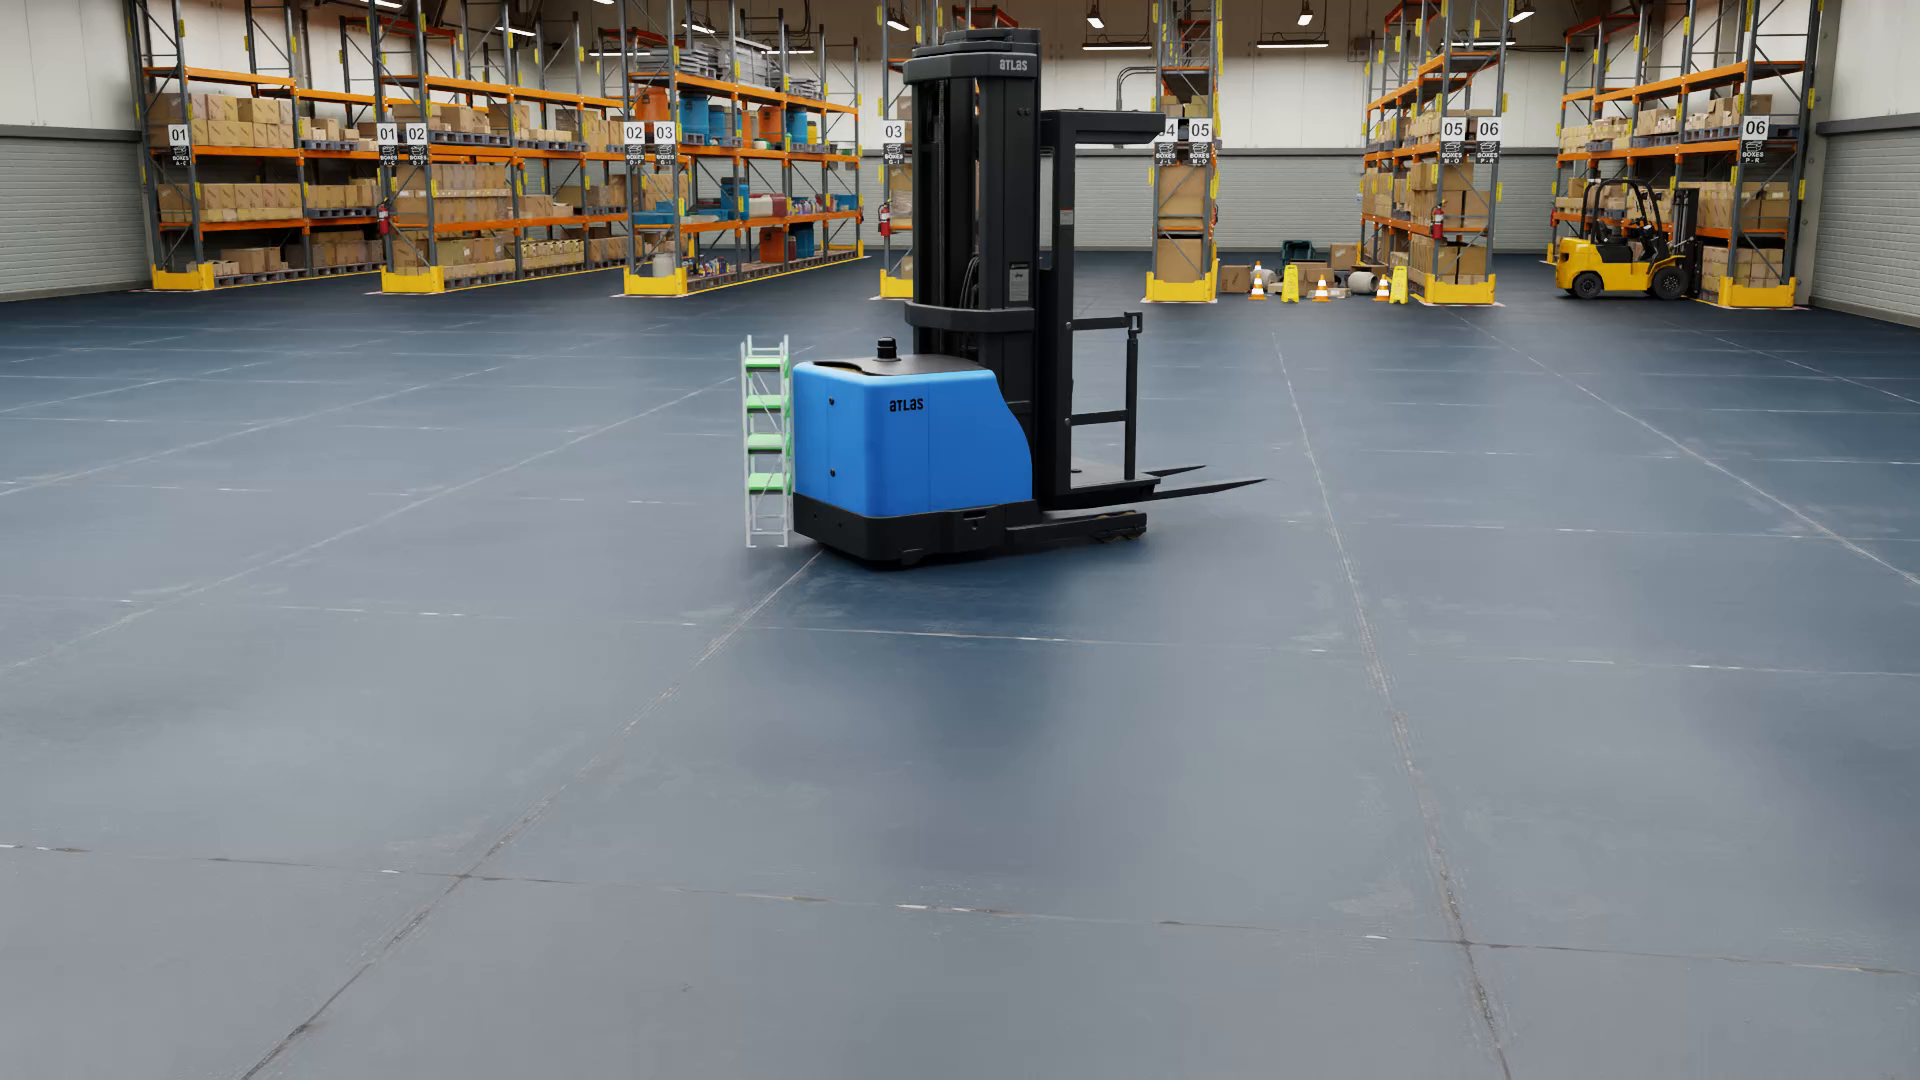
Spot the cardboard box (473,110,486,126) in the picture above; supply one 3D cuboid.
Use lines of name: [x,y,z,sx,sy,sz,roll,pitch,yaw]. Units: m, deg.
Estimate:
cardboard box: [-10.417,-8.857,35.287,0.500,0.500,0.500,3,13,13]

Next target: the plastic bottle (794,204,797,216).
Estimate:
plastic bottle: [-4.012,-8.030,40.409,0.061,0.283,0.133,2,12,9]

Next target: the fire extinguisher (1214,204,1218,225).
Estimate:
fire extinguisher: [6.935,-8.977,45.596,0.296,0.674,0.183,2,12,9]

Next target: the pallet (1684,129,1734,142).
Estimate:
pallet: [14.301,-7.607,31.259,1.003,0.211,1.213,2,12,9]

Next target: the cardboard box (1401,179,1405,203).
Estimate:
cardboard box: [9.585,-7.345,35.014,0.500,0.500,0.500,1,12,7]

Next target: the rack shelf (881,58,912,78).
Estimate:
rack shelf: [-0.599,-9.006,32.139,1.077,0.370,4.000,2,12,9]

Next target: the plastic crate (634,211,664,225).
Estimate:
plastic crate: [-6.019,-6.212,32.051,0.499,0.251,0.616,2,12,9]

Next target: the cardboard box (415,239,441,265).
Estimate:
cardboard box: [-10.766,-5.890,33.953,0.500,0.500,0.500,2,12,9]

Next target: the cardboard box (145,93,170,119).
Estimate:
cardboard box: [-15.782,-8.604,33.019,0.500,0.500,0.500,2,12,11]

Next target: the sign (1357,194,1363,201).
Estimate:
sign: [12.152,-10.341,50.216,0.327,0.218,0.001,2,12,9]

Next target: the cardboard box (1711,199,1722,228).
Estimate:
cardboard box: [13.696,-5.797,29.534,0.500,0.500,0.500,2,12,10]

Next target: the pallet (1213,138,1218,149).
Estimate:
pallet: [4.994,-8.499,35.640,1.003,0.211,1.213,2,12,11]

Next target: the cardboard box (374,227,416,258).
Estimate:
cardboard box: [-14.116,-7.460,41.597,0.750,0.750,0.750,2,12,8]

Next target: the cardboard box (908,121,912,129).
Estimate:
cardboard box: [-1.016,-7.717,30.969,0.380,0.149,0.250,1,12,7]

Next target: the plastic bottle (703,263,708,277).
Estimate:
plastic bottle: [-5.161,-5.472,33.668,0.061,0.283,0.133,2,12,10]

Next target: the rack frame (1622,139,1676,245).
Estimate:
rack frame: [15.021,-7.195,36.258,1.000,3.000,0.127,2,12,9]

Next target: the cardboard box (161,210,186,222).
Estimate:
cardboard box: [-15.709,-6.532,33.491,0.500,0.250,0.500,2,12,9]

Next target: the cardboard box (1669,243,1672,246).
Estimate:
cardboard box: [14.022,-5.621,32.114,0.500,0.250,0.500,2,12,8]

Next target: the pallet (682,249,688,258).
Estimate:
pallet: [-8.367,-8.118,47.161,1.003,0.211,1.213,2,12,9]

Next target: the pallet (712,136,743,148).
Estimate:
pallet: [-5.200,-8.224,34.363,1.213,0.211,1.003,2,12,9]

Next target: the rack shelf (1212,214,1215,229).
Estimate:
rack shelf: [5.517,-7.559,39.654,1.077,0.370,4.000,2,12,9]

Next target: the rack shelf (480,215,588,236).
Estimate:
rack shelf: [-9.771,-7.230,38.127,1.077,0.370,4.000,2,12,9]

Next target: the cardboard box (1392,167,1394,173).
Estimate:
cardboard box: [10.612,-9.168,41.263,0.380,0.149,0.250,2,12,10]

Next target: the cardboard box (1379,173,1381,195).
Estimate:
cardboard box: [10.329,-8.536,39.871,0.500,0.500,0.500,2,12,8]

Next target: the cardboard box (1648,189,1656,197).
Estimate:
cardboard box: [14.371,-7.131,34.185,0.380,0.149,0.250,2,12,7]

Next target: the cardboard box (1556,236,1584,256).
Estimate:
cardboard box: [16.064,-7.721,43.627,0.797,0.503,0.637,1,12,6]

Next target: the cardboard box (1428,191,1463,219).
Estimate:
cardboard box: [8.697,-6.006,29.797,0.500,0.500,0.500,2,12,8]

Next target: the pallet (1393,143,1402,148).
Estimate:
pallet: [10.332,-9.097,38.415,1.003,0.211,1.213,2,12,11]

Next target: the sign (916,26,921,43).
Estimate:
sign: [-0.840,-10.327,33.957,0.100,0.325,0.005,2,12,9]

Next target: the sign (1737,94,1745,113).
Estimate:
sign: [13.257,-7.410,28.224,0.100,0.325,0.005,2,12,9]

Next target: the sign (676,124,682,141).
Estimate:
sign: [-5.257,-7.623,31.104,0.100,0.325,0.005,2,12,9]

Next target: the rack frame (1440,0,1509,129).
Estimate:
rack frame: [8.886,-8.622,28.641,1.000,3.000,0.127,2,12,9]

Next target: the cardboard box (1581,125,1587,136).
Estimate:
cardboard box: [15.546,-10.029,40.752,0.500,0.250,0.500,2,12,8]

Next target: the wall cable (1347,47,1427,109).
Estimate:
wall cable: [12.686,-13.121,49.517,2.355,3.000,0.029,2,12,9]

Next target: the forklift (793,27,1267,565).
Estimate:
forklift: [0.530,-1.502,10.007,3.031,2.935,1.130,-7,14,-31]

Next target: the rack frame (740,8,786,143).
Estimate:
rack frame: [-4.570,-10.769,38.603,1.000,3.000,0.127,2,12,9]

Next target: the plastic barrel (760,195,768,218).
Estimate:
plastic barrel: [-4.582,-7.582,37.790,0.421,0.512,0.421,0,12,0]

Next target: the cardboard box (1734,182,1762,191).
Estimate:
cardboard box: [13.638,-6.122,28.798,0.380,0.149,0.250,2,12,9]

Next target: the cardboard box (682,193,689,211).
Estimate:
cardboard box: [-8.033,-9.610,47.226,0.500,0.500,0.500,2,12,10]

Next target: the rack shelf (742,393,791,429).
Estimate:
rack shelf: [-1.147,-0.768,9.872,0.258,0.148,0.480,-1,12,-3]

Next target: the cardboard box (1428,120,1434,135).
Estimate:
cardboard box: [8.852,-7.556,30.464,0.500,0.250,0.500,2,12,10]

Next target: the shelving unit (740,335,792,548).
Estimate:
shelving unit: [-1.147,-0.596,9.909,0.258,1.200,0.503,-1,12,-3]

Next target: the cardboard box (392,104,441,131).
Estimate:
cardboard box: [-10.602,-8.242,32.424,0.797,0.503,0.637,3,12,13]

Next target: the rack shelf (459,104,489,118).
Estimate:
rack shelf: [-13.436,-11.792,46.006,1.077,0.370,4.000,2,12,9]

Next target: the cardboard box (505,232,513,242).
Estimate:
cardboard box: [-13.214,-8.553,47.496,0.700,0.500,0.500,2,12,8]

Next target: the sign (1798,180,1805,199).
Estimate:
sign: [14.338,-5.972,28.341,0.100,0.325,0.005,2,12,9]

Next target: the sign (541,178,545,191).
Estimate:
sign: [-10.001,-8.540,39.942,0.100,0.325,0.005,2,12,9]

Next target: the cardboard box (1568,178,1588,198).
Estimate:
cardboard box: [15.685,-8.901,42.044,0.500,0.500,0.500,2,12,10]

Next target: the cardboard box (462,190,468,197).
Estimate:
cardboard box: [-10.225,-7.041,33.768,0.380,0.149,0.250,2,12,8]

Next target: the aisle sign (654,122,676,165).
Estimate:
aisle sign: [-5.522,-7.417,31.120,0.394,0.787,0.004,2,12,9]

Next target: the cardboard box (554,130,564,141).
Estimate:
cardboard box: [-9.541,-9.390,38.683,0.500,0.250,0.500,2,12,10]
